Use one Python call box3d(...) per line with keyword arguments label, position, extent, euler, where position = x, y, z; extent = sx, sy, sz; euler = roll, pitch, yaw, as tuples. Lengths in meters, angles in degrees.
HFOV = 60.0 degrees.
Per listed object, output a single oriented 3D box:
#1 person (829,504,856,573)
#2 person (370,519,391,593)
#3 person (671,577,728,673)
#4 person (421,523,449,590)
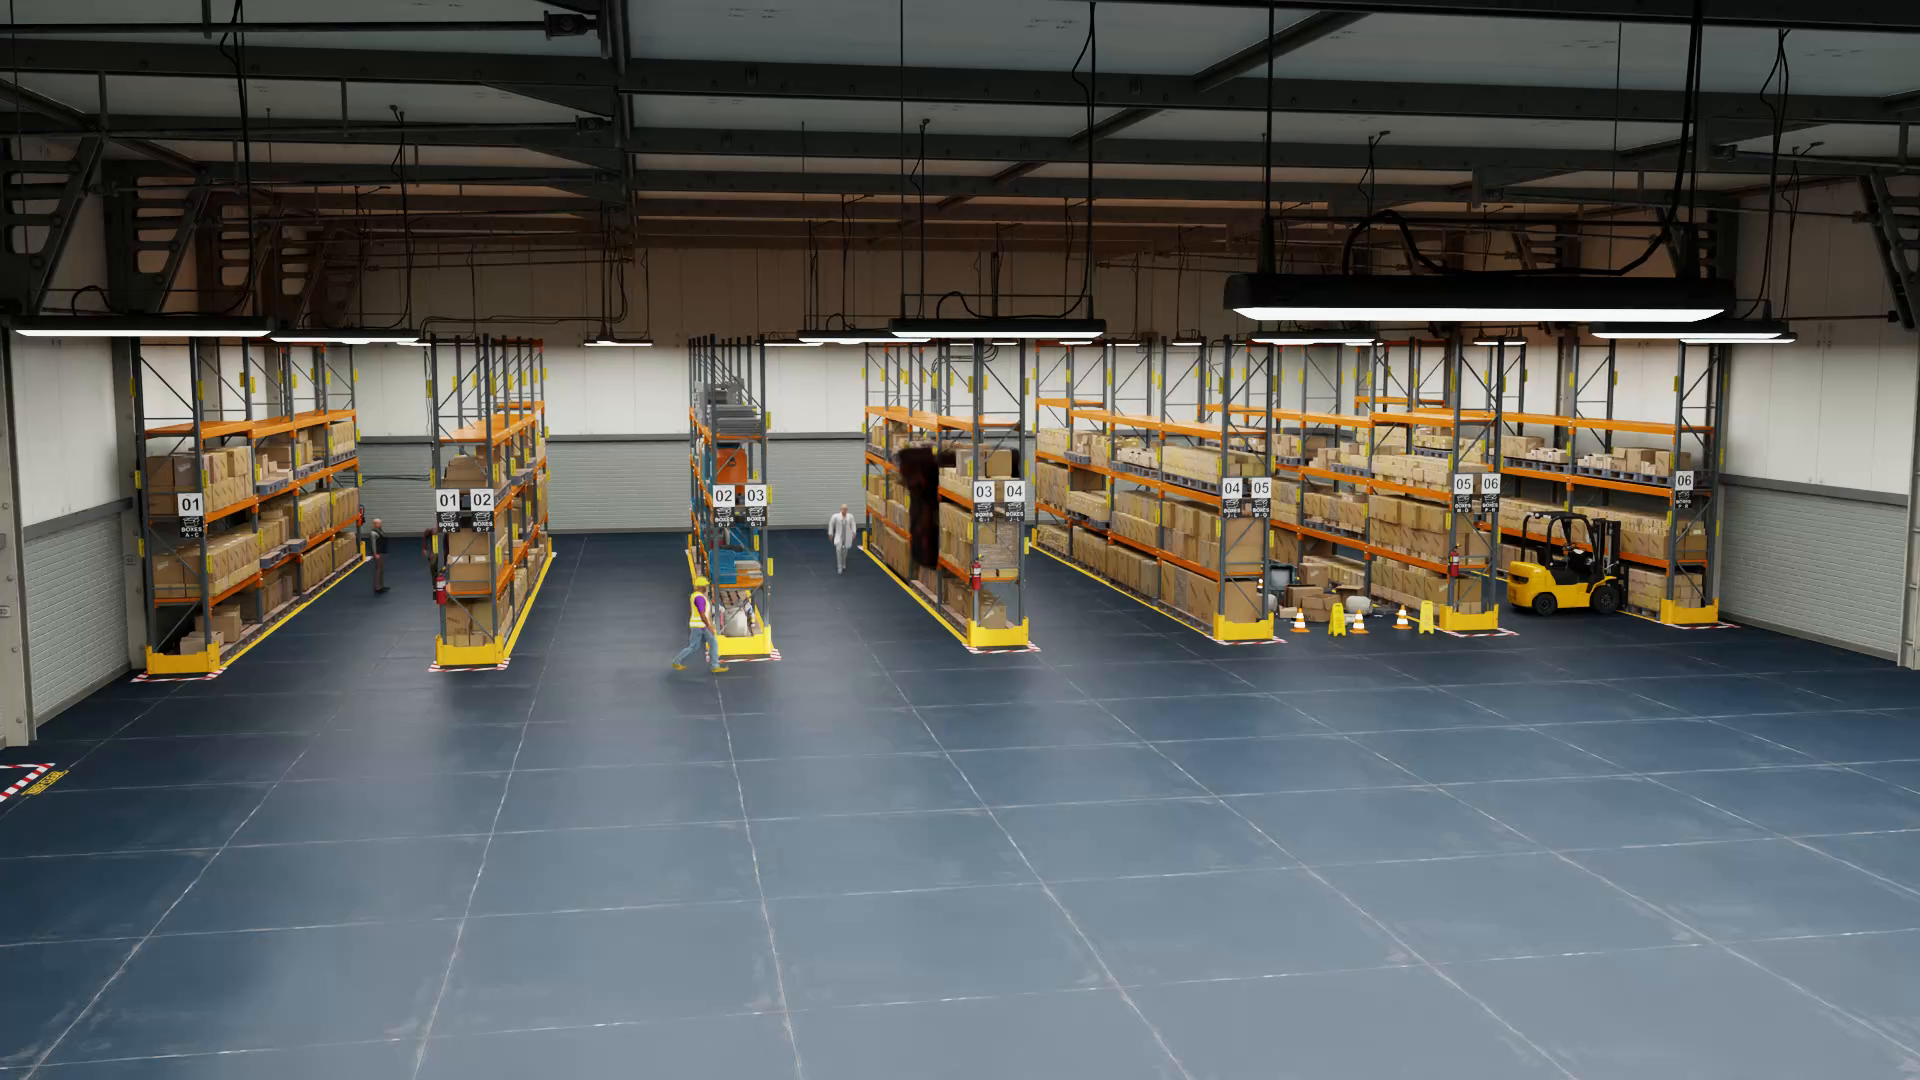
box3d(label="person", position=(-3.040, -0.018, 43.048), extent=(0.704, 1.794, 0.931), euler=(-1, 7, -7))
box3d(label="person", position=(-13.738, 0.368, 39.404), extent=(0.417, 1.754, 0.599), euler=(-1, 7, -12))
box3d(label="person", position=(-4.615, 1.517, 29.361), extent=(1.000, 1.726, 0.495), euler=(1, 7, 12))
box3d(label="person", position=(-12.556, 0.318, 40.039), extent=(0.782, 1.812, 0.936), euler=(-1, 7, -10))
